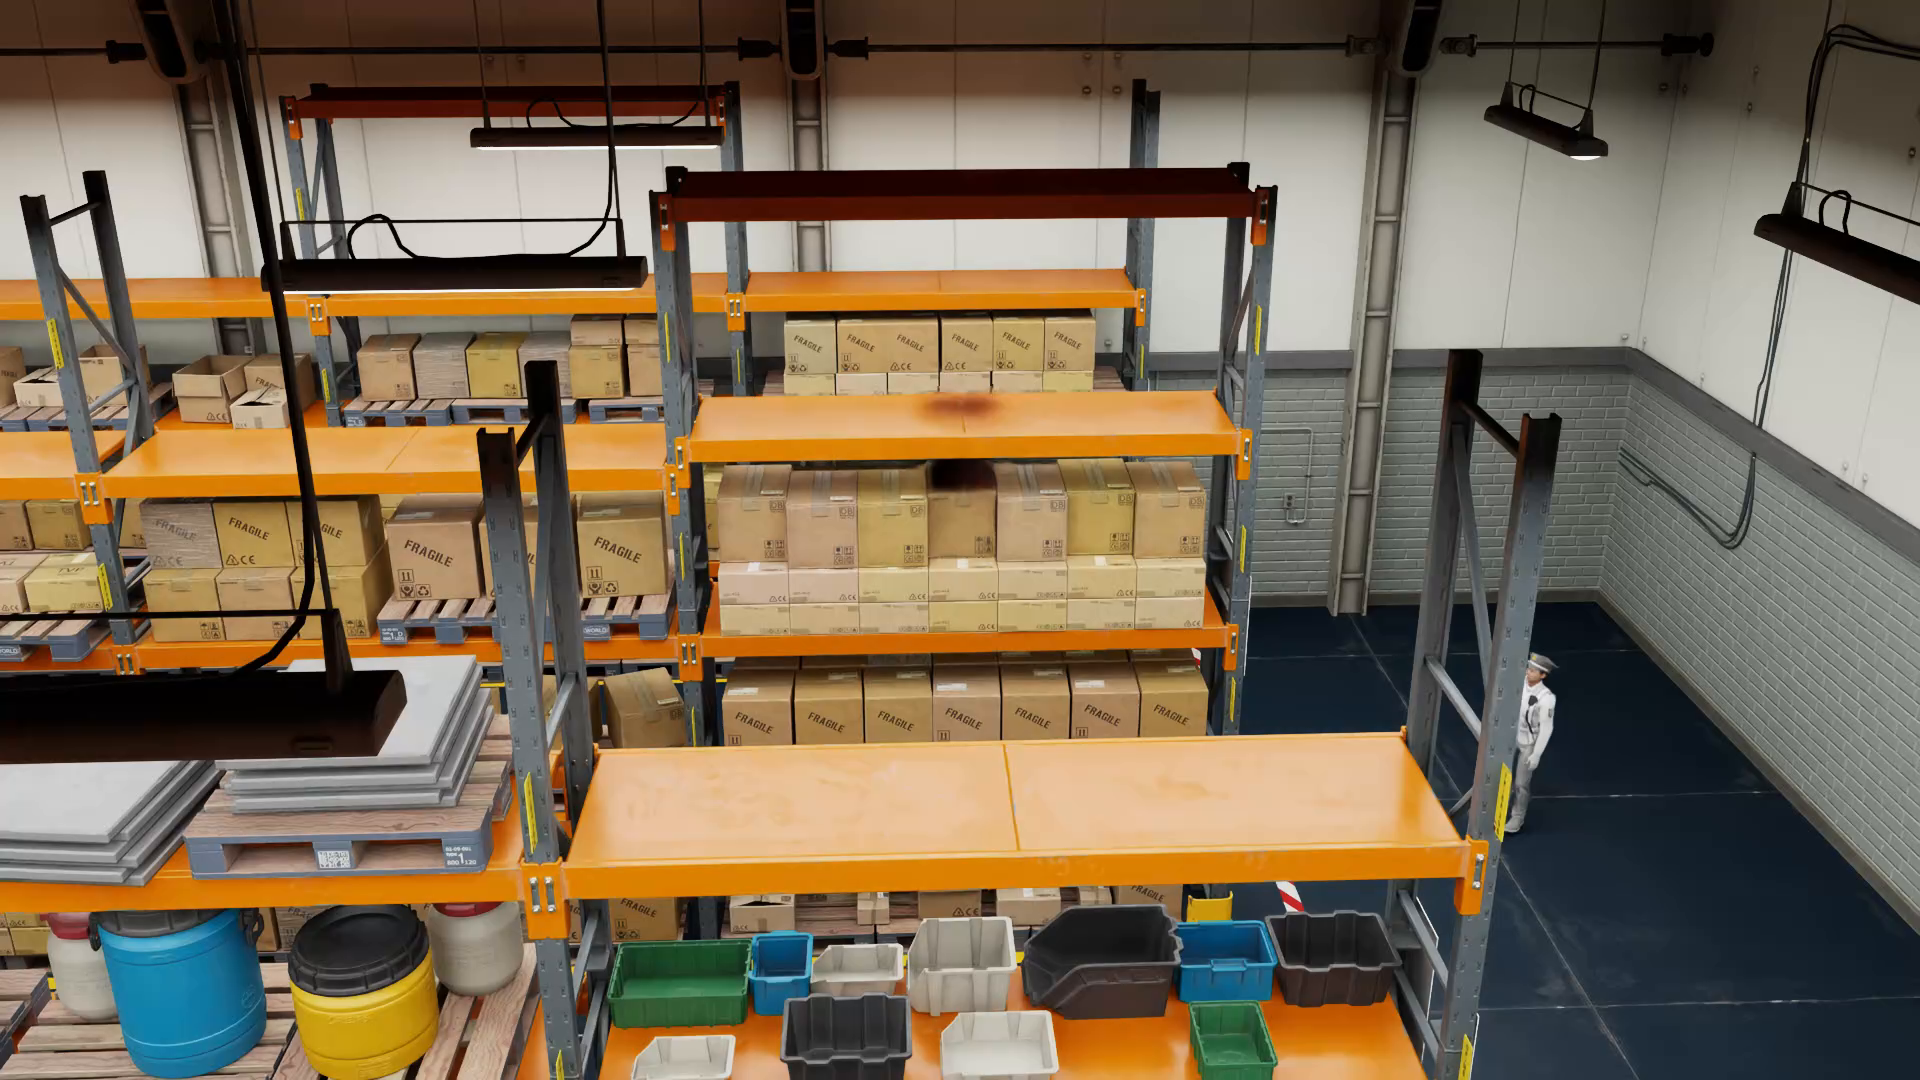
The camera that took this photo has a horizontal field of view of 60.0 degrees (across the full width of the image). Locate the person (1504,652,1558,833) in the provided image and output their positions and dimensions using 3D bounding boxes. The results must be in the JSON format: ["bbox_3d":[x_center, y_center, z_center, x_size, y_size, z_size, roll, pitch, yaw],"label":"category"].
[{"bbox_3d":[4.926,1.760,14.518,0.490,1.689,0.435,18,28,37],"label":"person"}]
